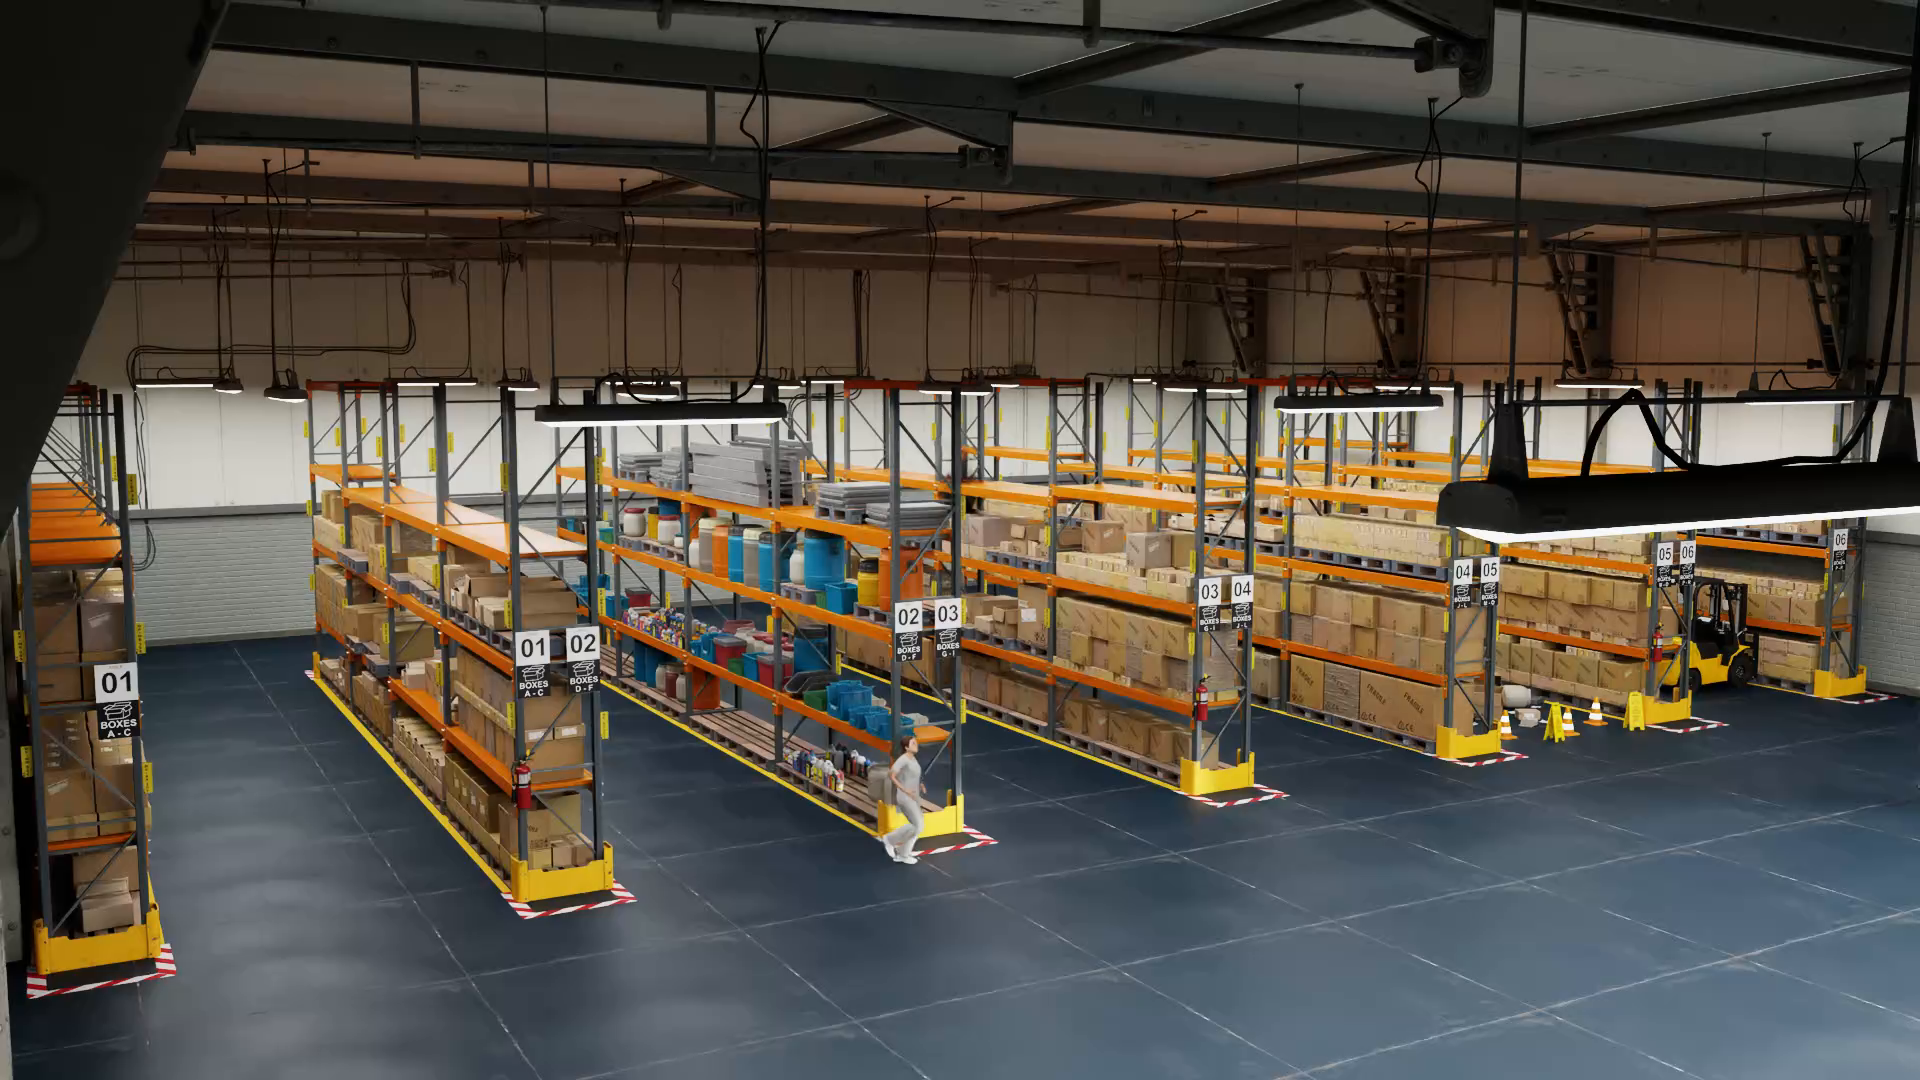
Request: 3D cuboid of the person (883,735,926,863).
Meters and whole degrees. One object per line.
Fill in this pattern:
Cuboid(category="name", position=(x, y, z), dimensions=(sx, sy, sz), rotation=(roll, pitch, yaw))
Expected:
Cuboid(category="person", position=(-0.673, 3.282, 21.149), dimensions=(0.533, 1.623, 0.595), rotation=(2, 6, 19))
